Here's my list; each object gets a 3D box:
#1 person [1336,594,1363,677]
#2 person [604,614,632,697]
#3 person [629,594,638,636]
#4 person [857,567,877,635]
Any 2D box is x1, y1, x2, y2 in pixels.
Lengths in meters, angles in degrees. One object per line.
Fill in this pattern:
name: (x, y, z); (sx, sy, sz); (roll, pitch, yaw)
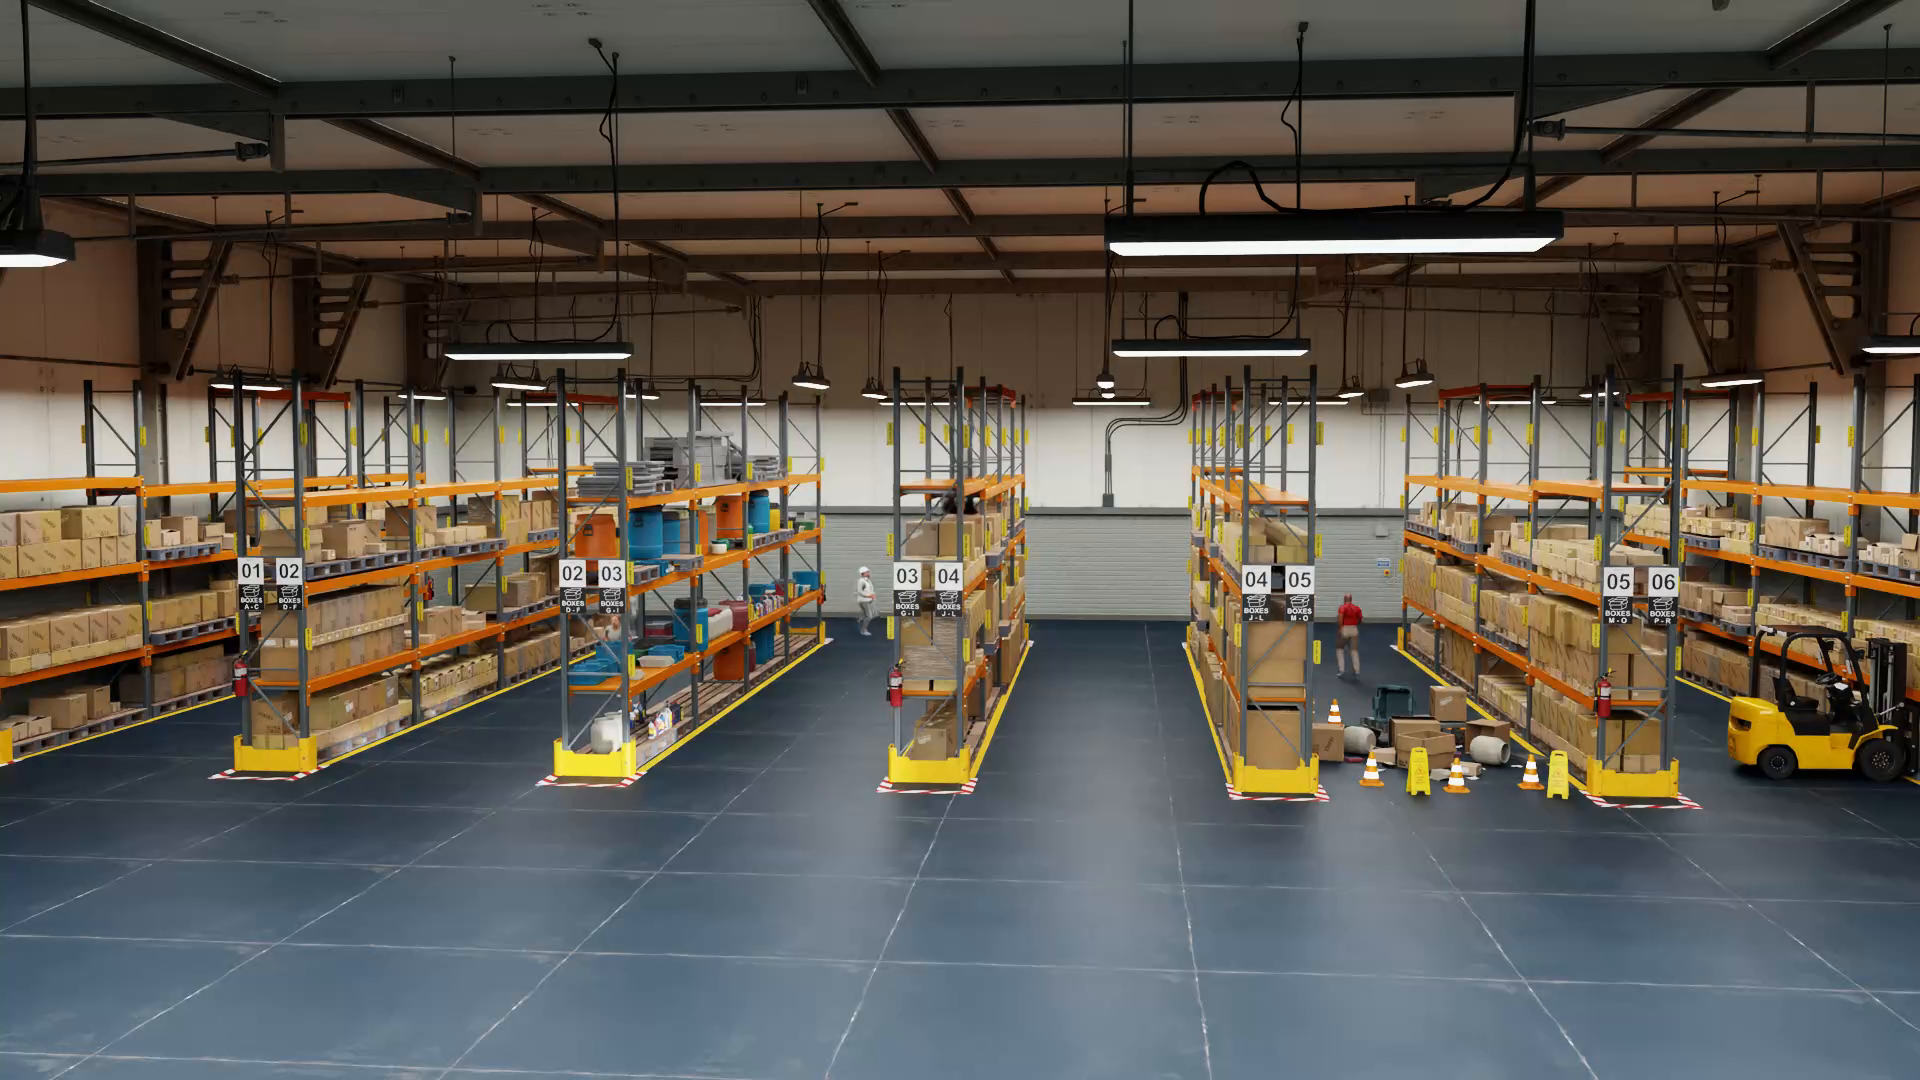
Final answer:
person: (8.074, 2.009, 34.525); (0.600, 1.785, 0.853); (0, 4, -3)
person: (-6.618, 2.205, 32.306); (0.538, 1.617, 0.786); (0, 4, 6)
person: (-8.284, 1.578, 41.825); (0.672, 1.724, 0.611); (2, 4, 30)
person: (-2.365, 1.539, 41.974); (0.578, 1.729, 0.659); (1, 4, 21)
